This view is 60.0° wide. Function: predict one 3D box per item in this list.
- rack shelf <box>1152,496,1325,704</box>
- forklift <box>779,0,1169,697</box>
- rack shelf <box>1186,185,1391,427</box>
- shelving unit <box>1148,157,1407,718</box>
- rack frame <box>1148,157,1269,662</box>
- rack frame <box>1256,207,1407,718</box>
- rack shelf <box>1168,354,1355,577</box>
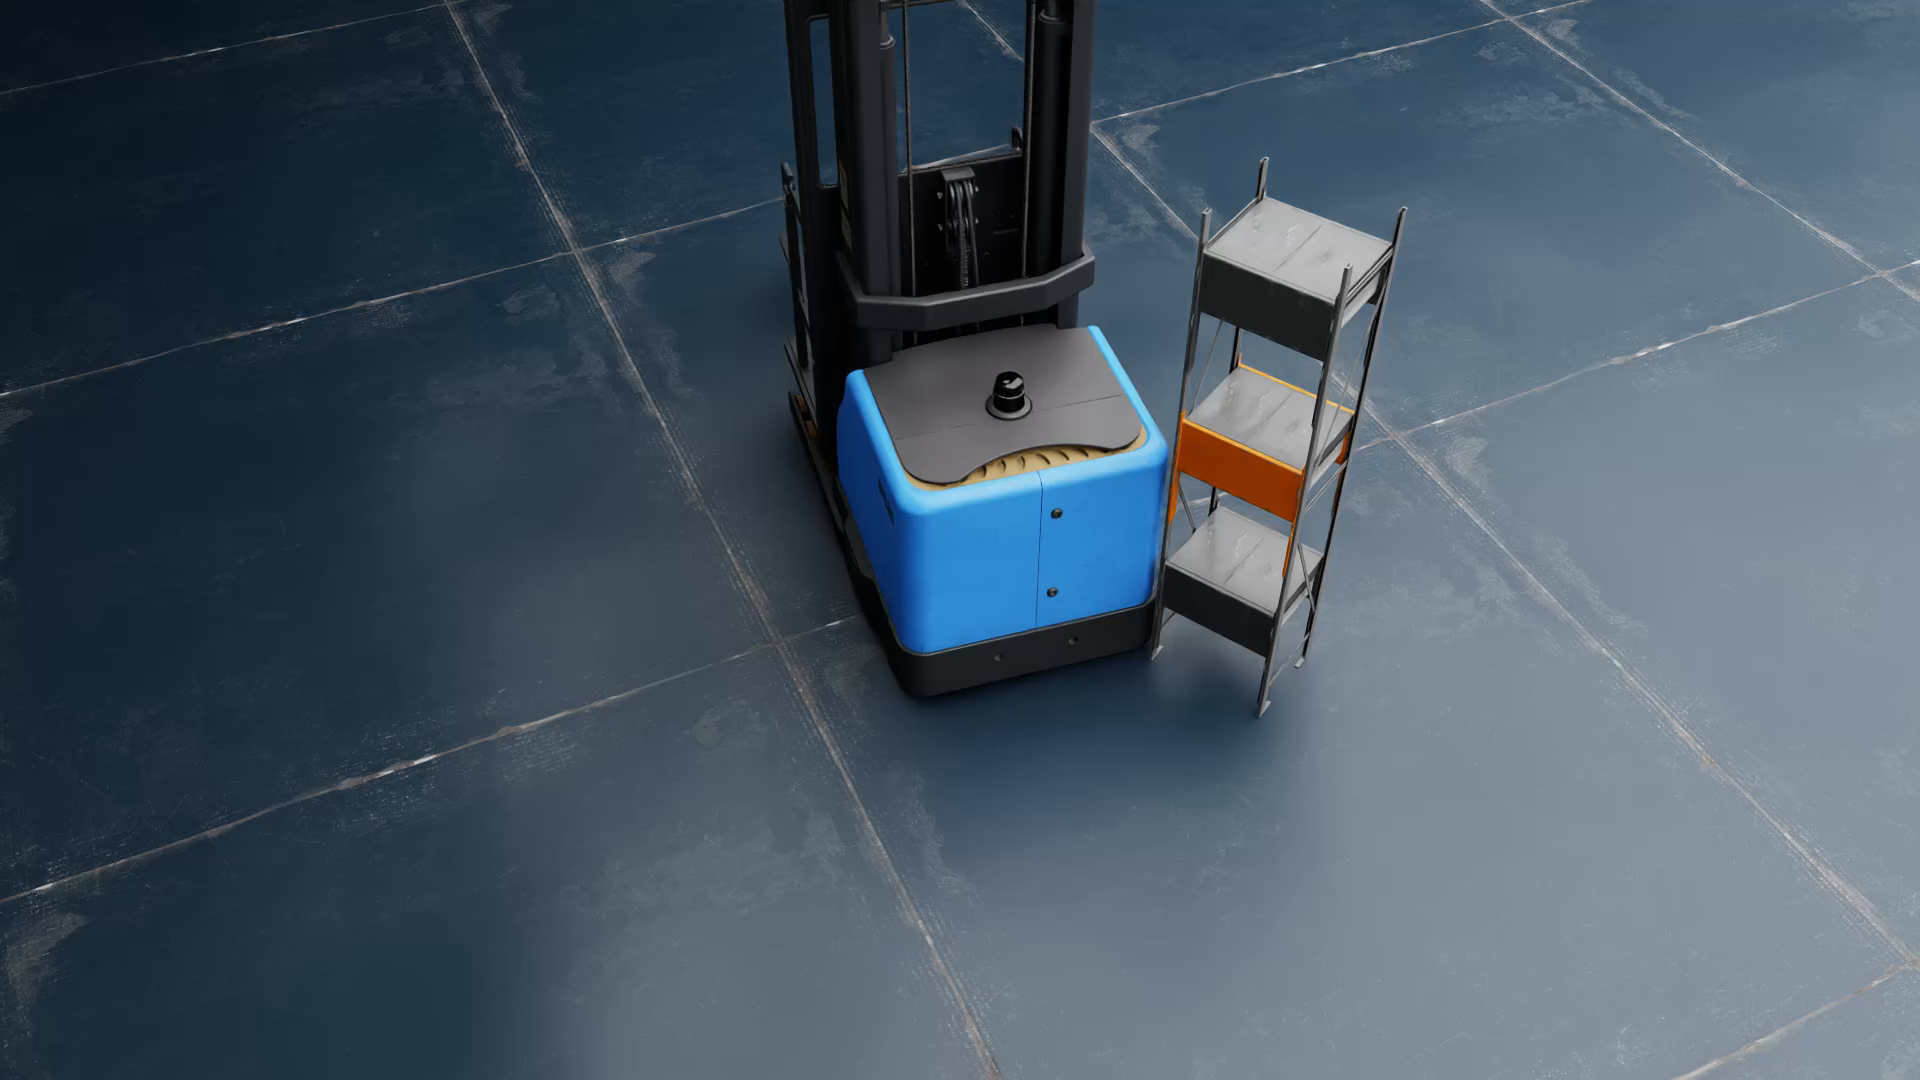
[{"bbox_3d":[1.072,0.231,6.406,0.480,0.518,0.431,27,51,25],"label":"rack shelf"},{"bbox_3d":[-0.146,-1.494,6.546,1.130,2.935,3.031,-12,46,-12],"label":"forklift"},{"bbox_3d":[1.072,-0.766,5.423,0.480,0.518,0.431,27,51,25],"label":"rack shelf"},{"bbox_3d":[1.072,-0.277,5.905,0.503,2.100,0.431,27,51,25],"label":"shelving unit"},{"bbox_3d":[0.876,-0.379,6.008,0.015,2.100,0.400,27,51,25],"label":"rack frame"},{"bbox_3d":[1.269,-0.176,5.802,0.015,2.100,0.400,27,51,25],"label":"rack frame"},{"bbox_3d":[1.072,-0.267,5.914,0.480,0.518,0.431,27,51,25],"label":"rack shelf"}]
